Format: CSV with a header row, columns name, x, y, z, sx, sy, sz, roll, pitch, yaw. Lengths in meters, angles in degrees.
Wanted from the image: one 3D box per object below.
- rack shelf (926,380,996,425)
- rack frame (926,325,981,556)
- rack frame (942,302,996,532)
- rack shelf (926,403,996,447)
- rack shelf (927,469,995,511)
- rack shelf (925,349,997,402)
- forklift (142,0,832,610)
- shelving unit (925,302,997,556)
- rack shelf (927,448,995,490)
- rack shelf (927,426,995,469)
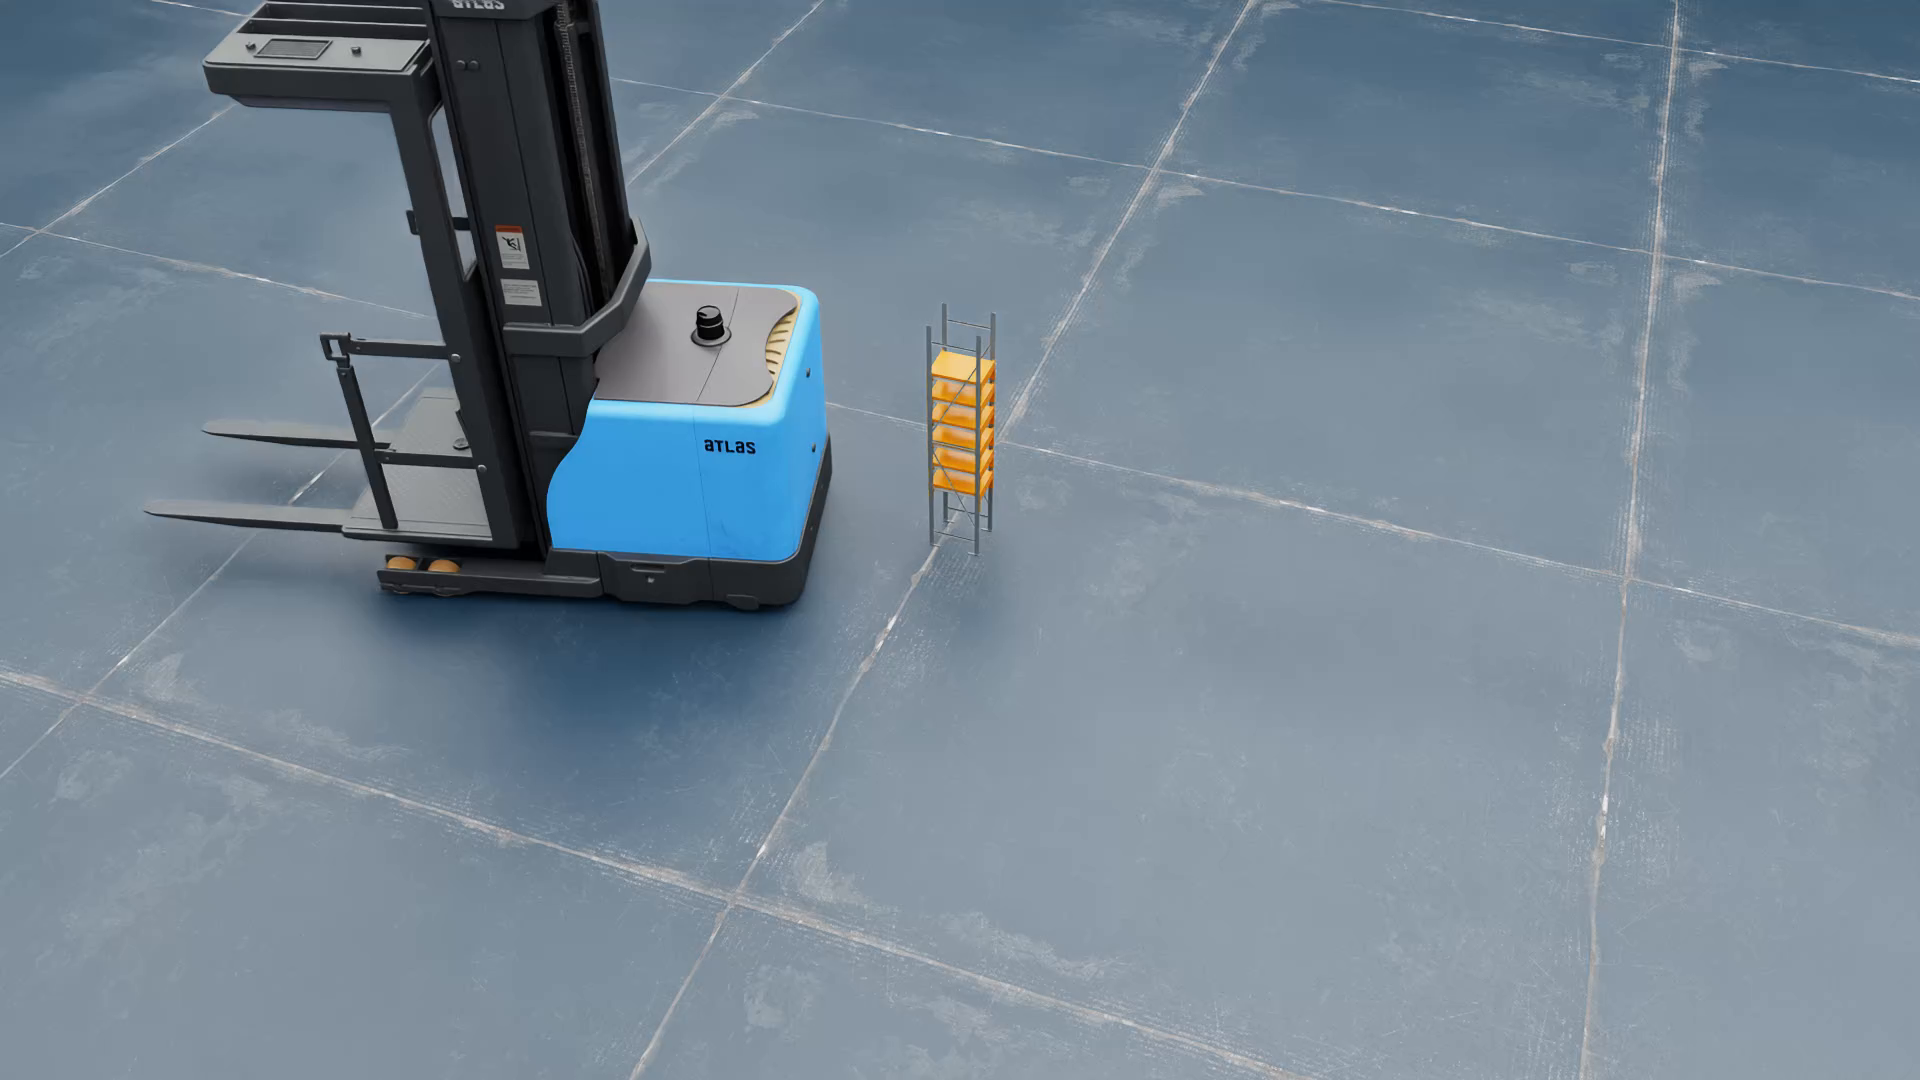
name,x,y,z,sx,sy,sz,roll,pitch,yaw
rack shelf,0.005,-0.614,7.198,0.258,0.103,0.180,13,42,15
rack frame,-0.026,-0.409,7.259,0.240,1.200,0.006,13,42,15
rack frame,0.036,-0.521,7.390,0.240,1.200,0.006,13,42,15
rack shelf,0.005,-0.523,7.275,0.258,0.103,0.180,13,42,15
rack shelf,0.005,-0.249,7.509,0.258,0.103,0.180,13,42,15
rack shelf,0.005,-0.705,7.120,0.258,0.103,0.180,13,42,15
forklift,-2.160,-1.202,6.854,3.031,2.935,1.130,3,41,4
shelving unit,0.005,-0.465,7.325,0.258,1.200,0.189,13,42,15
rack shelf,0.005,-0.340,7.431,0.258,0.103,0.180,13,42,15
rack shelf,0.005,-0.431,7.353,0.258,0.103,0.180,13,42,15
